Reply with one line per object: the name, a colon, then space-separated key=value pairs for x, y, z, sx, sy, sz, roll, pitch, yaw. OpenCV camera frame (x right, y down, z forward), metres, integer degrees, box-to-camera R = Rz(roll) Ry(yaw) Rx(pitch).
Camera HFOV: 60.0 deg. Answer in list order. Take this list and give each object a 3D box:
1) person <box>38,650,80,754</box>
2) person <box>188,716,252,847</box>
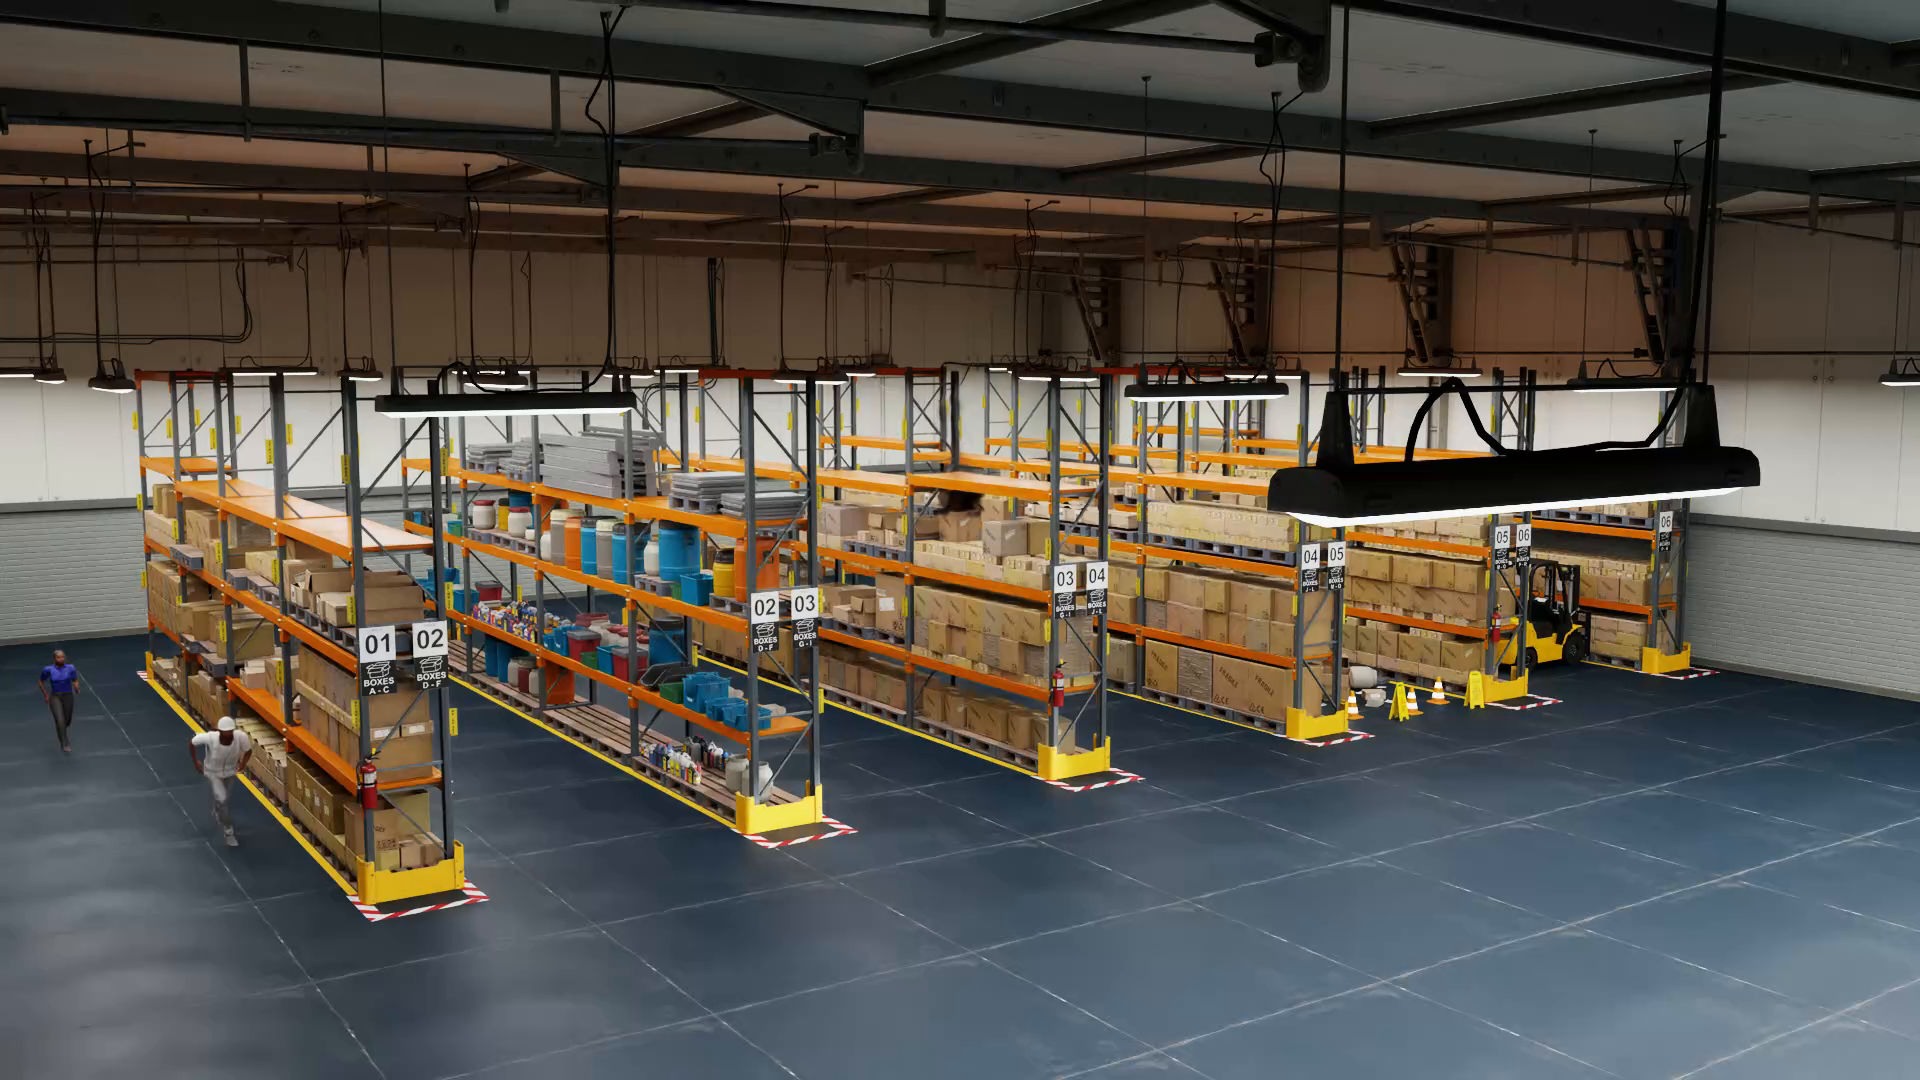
person: x=-14.363 y=2.545 z=26.523 sx=0.559 sy=1.640 sz=0.813 roll=-6 pitch=9 yaw=-43
person: x=-9.620 y=3.083 z=21.644 sx=0.746 sy=1.715 sz=1.060 roll=-5 pitch=8 yaw=-35
